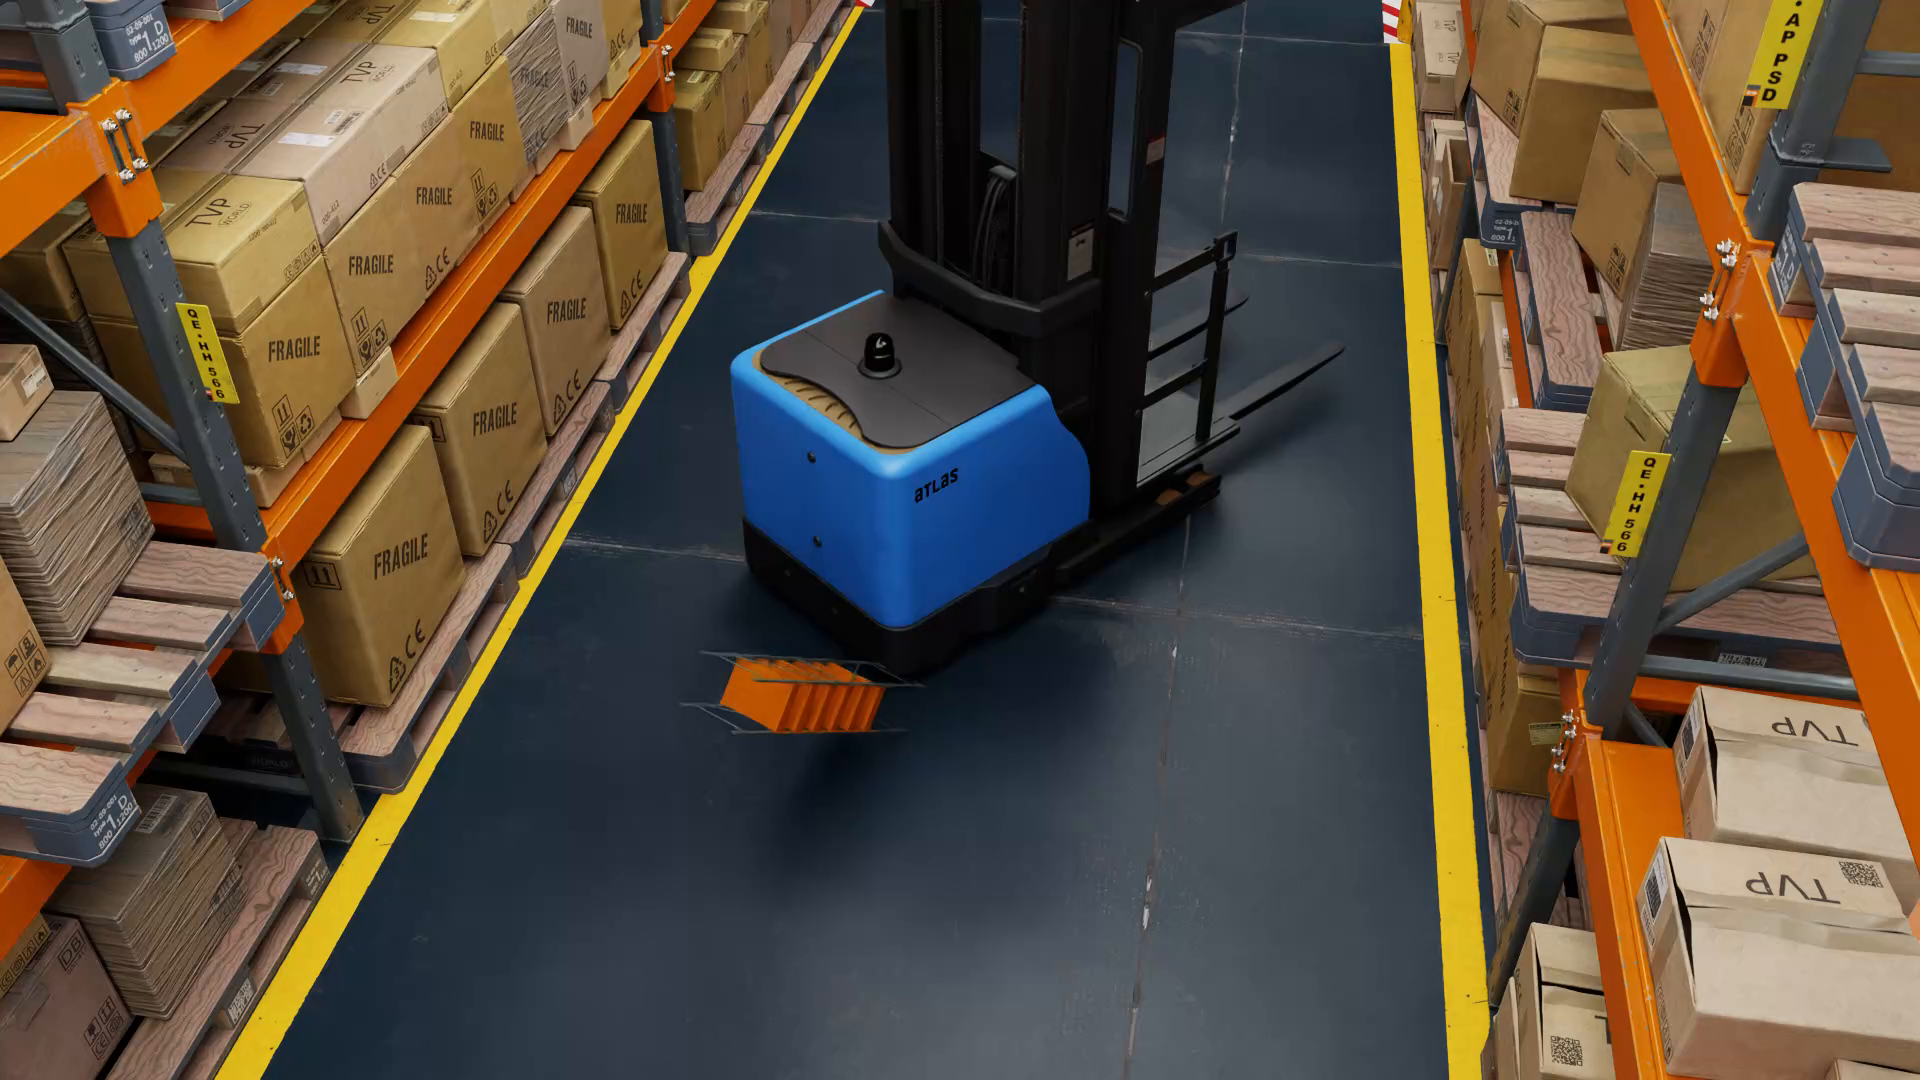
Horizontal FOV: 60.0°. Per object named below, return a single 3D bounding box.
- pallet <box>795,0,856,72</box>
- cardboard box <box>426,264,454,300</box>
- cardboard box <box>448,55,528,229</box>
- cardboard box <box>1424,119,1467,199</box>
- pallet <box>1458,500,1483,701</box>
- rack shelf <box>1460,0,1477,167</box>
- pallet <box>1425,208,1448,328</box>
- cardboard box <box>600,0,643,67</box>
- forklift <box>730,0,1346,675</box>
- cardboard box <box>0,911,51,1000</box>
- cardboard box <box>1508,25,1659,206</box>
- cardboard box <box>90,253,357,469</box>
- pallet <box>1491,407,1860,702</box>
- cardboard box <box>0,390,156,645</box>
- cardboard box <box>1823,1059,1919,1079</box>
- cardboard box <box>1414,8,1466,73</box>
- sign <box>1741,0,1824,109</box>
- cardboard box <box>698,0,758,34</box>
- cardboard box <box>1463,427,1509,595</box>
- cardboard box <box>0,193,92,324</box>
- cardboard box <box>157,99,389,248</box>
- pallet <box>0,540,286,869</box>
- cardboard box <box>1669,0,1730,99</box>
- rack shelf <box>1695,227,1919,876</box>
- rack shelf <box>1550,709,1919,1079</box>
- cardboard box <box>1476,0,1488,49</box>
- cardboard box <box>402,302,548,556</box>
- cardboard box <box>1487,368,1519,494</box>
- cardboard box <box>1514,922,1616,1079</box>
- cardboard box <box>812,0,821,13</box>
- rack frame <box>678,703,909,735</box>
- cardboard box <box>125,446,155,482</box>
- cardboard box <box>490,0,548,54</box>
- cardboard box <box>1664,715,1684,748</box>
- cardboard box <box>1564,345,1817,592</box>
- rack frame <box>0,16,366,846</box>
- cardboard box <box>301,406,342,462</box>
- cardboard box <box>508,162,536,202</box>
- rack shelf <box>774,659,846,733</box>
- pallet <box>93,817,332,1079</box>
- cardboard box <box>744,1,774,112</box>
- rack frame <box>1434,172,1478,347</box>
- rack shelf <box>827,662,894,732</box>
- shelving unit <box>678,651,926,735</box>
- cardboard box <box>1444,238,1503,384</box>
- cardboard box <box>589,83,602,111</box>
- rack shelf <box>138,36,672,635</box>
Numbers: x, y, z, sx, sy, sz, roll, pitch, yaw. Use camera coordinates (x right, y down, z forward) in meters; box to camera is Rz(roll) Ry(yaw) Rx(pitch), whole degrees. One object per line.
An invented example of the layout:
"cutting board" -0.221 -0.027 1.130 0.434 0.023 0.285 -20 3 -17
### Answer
"pallet" -1.333 -3.596 11.434 1.003 0.211 1.213 6 40 8
"cardboard box" -2.175 -1.063 6.363 0.380 0.149 0.250 7 40 8
"cardboard box" -2.050 -1.565 6.461 0.500 0.500 0.500 7 40 9
"cardboard box" 2.865 -2.120 9.225 0.500 0.311 0.500 6 40 8
"pallet" 2.604 0.230 6.806 1.003 0.211 1.213 6 40 8
"rack shelf" 3.262 -3.105 9.216 1.077 0.370 4.000 6 40 8
"pallet" 3.036 -1.483 8.879 1.003 0.211 1.213 6 40 8
"cardboard box" -1.795 -2.514 7.610 0.500 0.500 0.500 6 40 7
"forklift" 0.524 -1.412 6.657 3.031 2.935 1.130 -30 48 -31
"cardboard box" -2.889 1.152 4.530 0.500 0.250 0.500 7 40 9
"cardboard box" 2.557 -1.616 6.443 0.700 0.500 0.500 12 41 15
"cardboard box" -2.320 -0.598 5.292 0.500 0.500 0.500 8 40 9
"pallet" 2.272 0.024 5.018 1.213 0.211 1.003 6 40 8
"cardboard box" -2.727 -0.073 4.560 0.700 0.500 0.500 2 40 2
"cardboard box" 2.059 1.287 3.537 0.380 0.149 0.250 9 40 11
"cardboard box" 3.148 -3.124 10.487 0.500 0.250 0.500 6 40 8
"sign" 1.690 -1.033 3.386 0.100 0.325 0.005 6 40 8
"cardboard box" -1.404 -3.100 9.768 0.380 0.149 0.250 5 40 6
"cardboard box" 2.329 -0.091 6.622 0.500 0.500 0.500 5 40 6
"cardboard box" -2.833 -0.924 5.097 0.500 0.250 0.500 7 40 9
"cardboard box" -2.231 -1.205 5.437 0.500 0.250 0.500 6 40 7
"pallet" -2.674 0.372 4.596 1.213 0.211 1.003 6 40 8
"cardboard box" 2.355 -1.409 4.168 0.910 0.500 0.500 6 40 8
"rack shelf" 1.878 0.760 2.188 1.077 0.370 4.000 6 40 8
"rack shelf" 1.878 1.916 3.144 1.077 0.370 4.000 6 40 8
"cardboard box" 2.750 -2.508 7.851 0.500 0.500 0.500 7 40 8
"cardboard box" -2.241 -0.490 6.846 0.750 0.750 0.750 6 40 7
"cardboard box" 2.333 -0.403 6.412 0.500 0.250 0.500 6 40 7
"cardboard box" 1.844 1.361 4.638 0.500 0.311 0.500 8 40 9
"cardboard box" -1.294 -3.930 11.281 0.700 0.500 0.500 6 40 8
"rack frame" -0.555 0.631 5.873 0.240 0.006 1.200 24 5 26
"cardboard box" -2.852 -0.304 5.445 0.380 0.149 0.250 7 40 8
"cardboard box" -1.979 -2.160 6.592 0.500 0.250 0.500 7 40 9
"cardboard box" 2.669 0.594 5.794 0.500 0.500 0.500 5 40 6
"cardboard box" 2.222 -0.225 4.760 0.700 0.500 0.500 -6 40 -7
"rack frame" -2.656 -0.161 5.090 1.000 3.000 0.127 6 40 8
"cardboard box" -2.318 -0.410 5.573 0.380 0.149 0.250 7 40 8
"cardboard box" -2.006 -1.546 6.947 0.380 0.149 0.250 5 40 6
"rack shelf" -0.554 0.538 5.798 0.258 0.180 0.103 24 5 26
"pallet" -2.792 1.404 5.386 1.003 0.211 1.213 6 40 8
"cardboard box" -1.552 -2.964 10.114 0.700 0.500 0.500 7 40 9
"rack frame" 2.916 -2.127 7.469 1.000 3.000 0.127 6 40 8
"rack shelf" -0.398 0.573 6.121 0.258 0.180 0.103 24 5 26
"shelving unit" -0.521 0.546 5.866 0.258 0.189 1.200 24 5 26
"cardboard box" 2.592 -1.057 7.790 0.500 0.500 0.500 5 40 6
"cardboard box" -1.853 -2.020 7.521 0.380 0.149 0.250 8 40 9
"rack shelf" -2.310 -1.139 6.838 1.077 0.370 4.000 6 40 8
